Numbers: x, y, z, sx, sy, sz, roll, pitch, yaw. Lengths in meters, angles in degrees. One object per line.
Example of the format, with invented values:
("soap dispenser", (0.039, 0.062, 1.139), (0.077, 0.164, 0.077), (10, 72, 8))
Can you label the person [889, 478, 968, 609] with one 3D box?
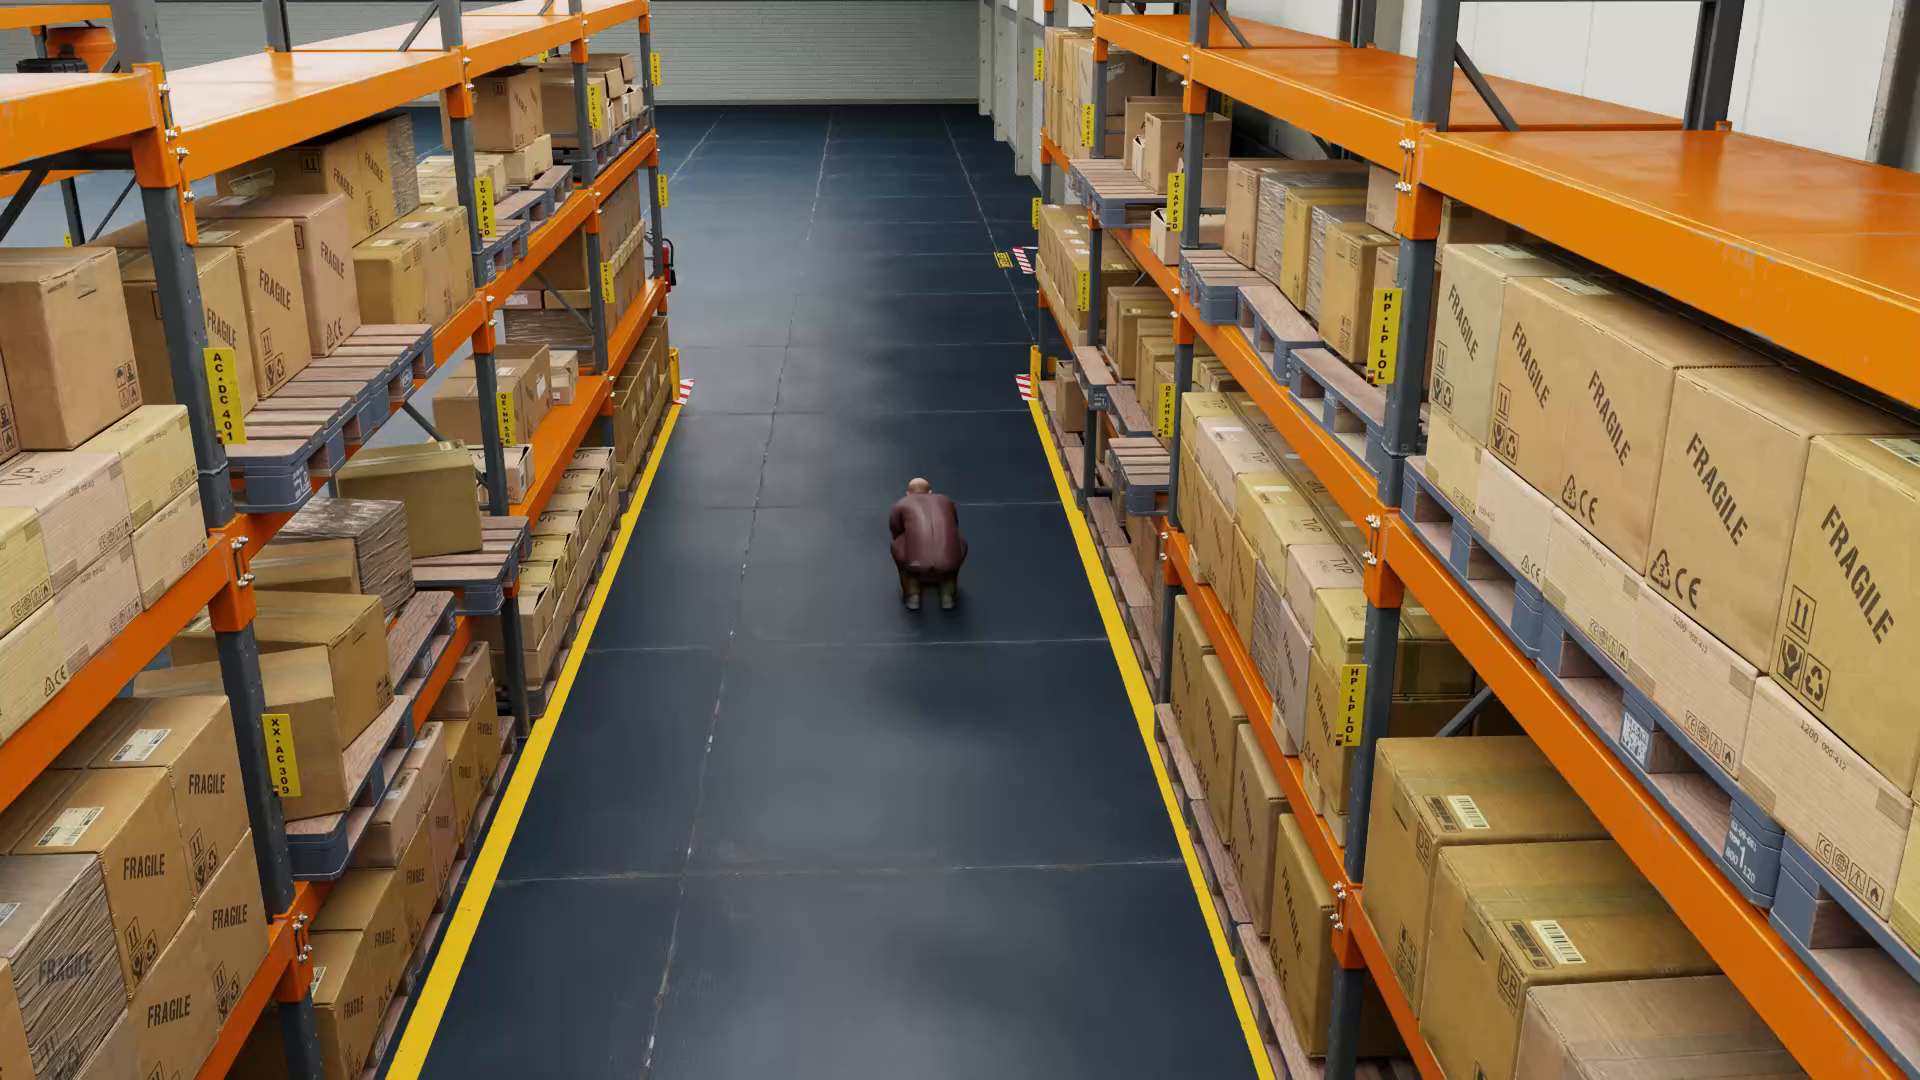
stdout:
("person", (-0.234, 0.082, 12.455), (0.582, 0.875, 0.912), (-1, 20, -4))
